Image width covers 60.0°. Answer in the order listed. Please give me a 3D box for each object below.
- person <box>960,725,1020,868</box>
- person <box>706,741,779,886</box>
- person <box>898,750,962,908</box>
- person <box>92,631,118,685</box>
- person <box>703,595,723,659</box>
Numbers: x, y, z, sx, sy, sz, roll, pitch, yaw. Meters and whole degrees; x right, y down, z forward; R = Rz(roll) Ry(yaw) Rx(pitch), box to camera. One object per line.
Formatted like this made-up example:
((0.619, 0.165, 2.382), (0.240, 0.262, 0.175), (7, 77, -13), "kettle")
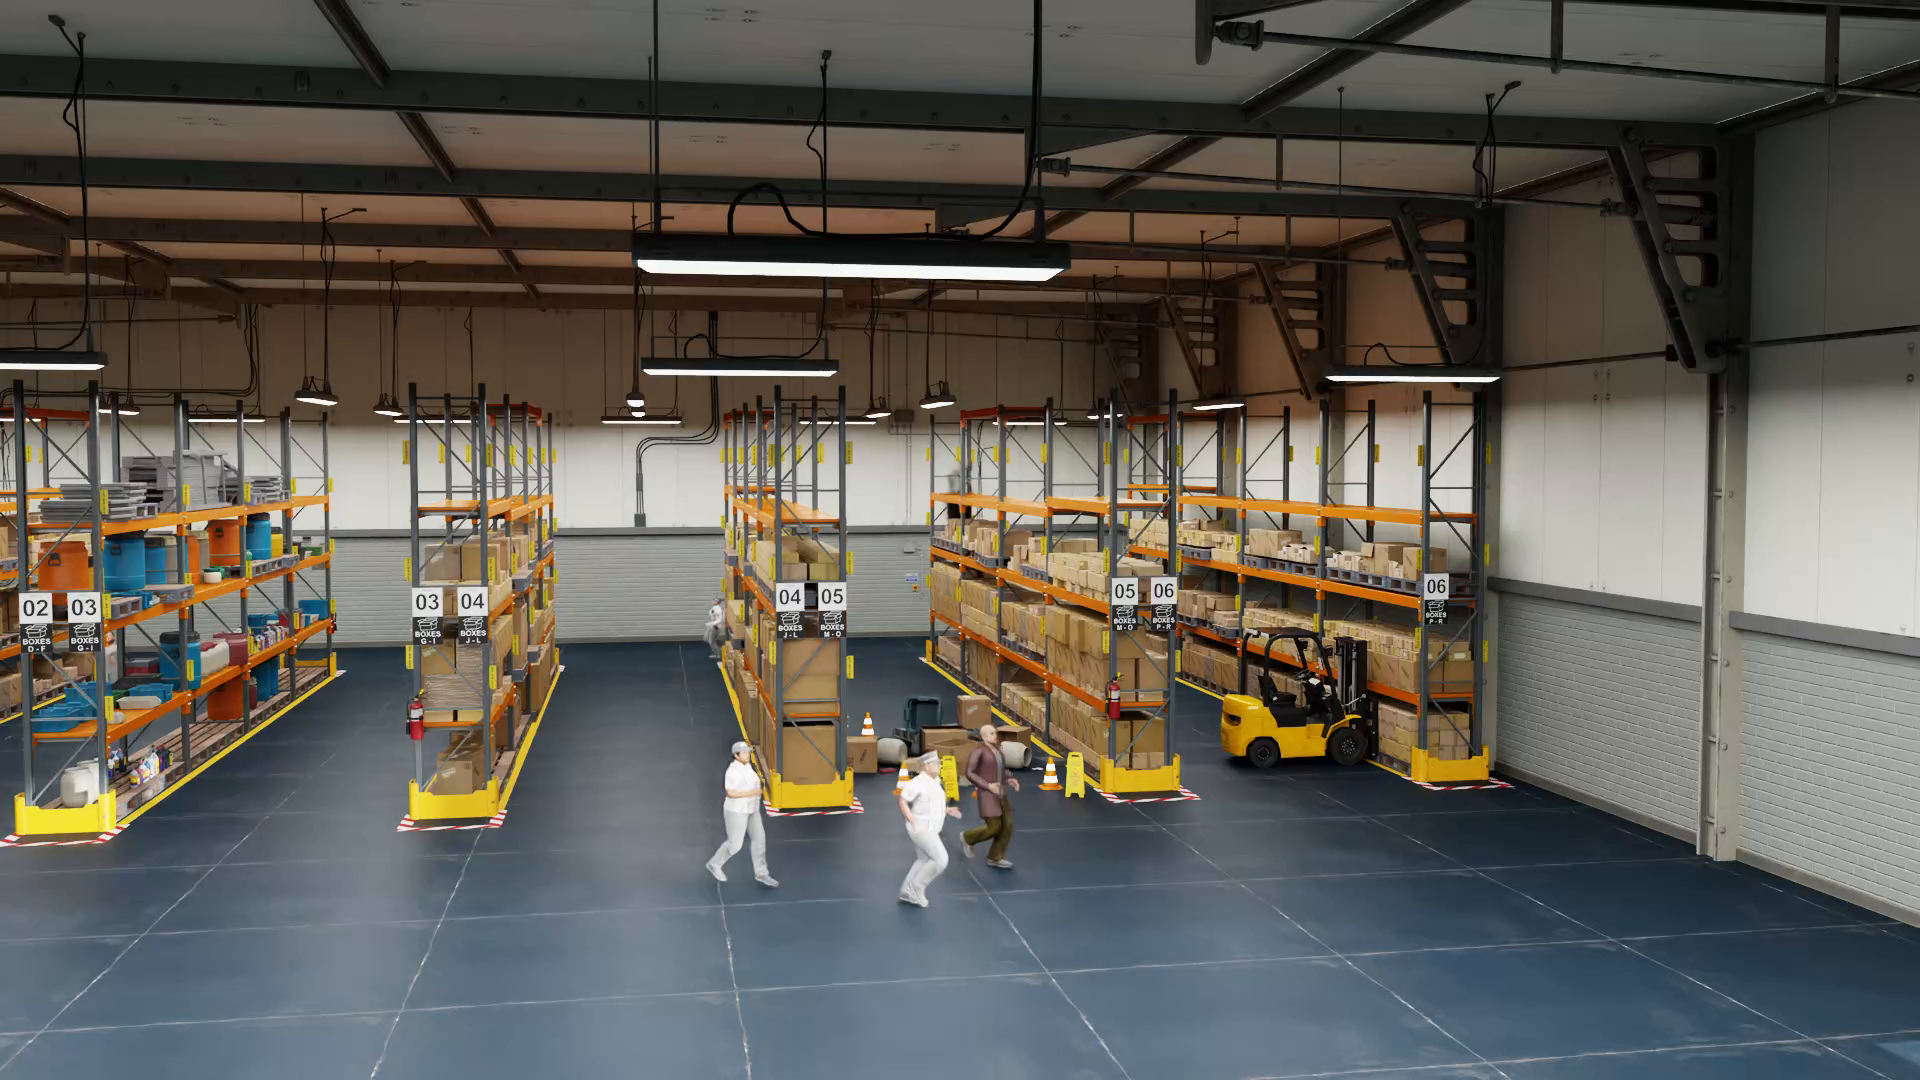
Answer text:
((0.349, 3.108, 20.245), (0.707, 1.727, 0.713), (2, 4, 37), "person")
((-2.529, 3.166, 19.292), (0.880, 1.665, 0.608), (1, 3, 23), "person")
((-0.348, 3.193, 18.458), (0.729, 1.744, 0.581), (1, 3, 19), "person")
((-16.343, 2.544, 31.903), (0.537, 1.640, 0.649), (-1, 3, -26), "person")
((-6.023, 2.131, 40.571), (0.447, 1.598, 0.778), (-1, 3, -23), "person")
